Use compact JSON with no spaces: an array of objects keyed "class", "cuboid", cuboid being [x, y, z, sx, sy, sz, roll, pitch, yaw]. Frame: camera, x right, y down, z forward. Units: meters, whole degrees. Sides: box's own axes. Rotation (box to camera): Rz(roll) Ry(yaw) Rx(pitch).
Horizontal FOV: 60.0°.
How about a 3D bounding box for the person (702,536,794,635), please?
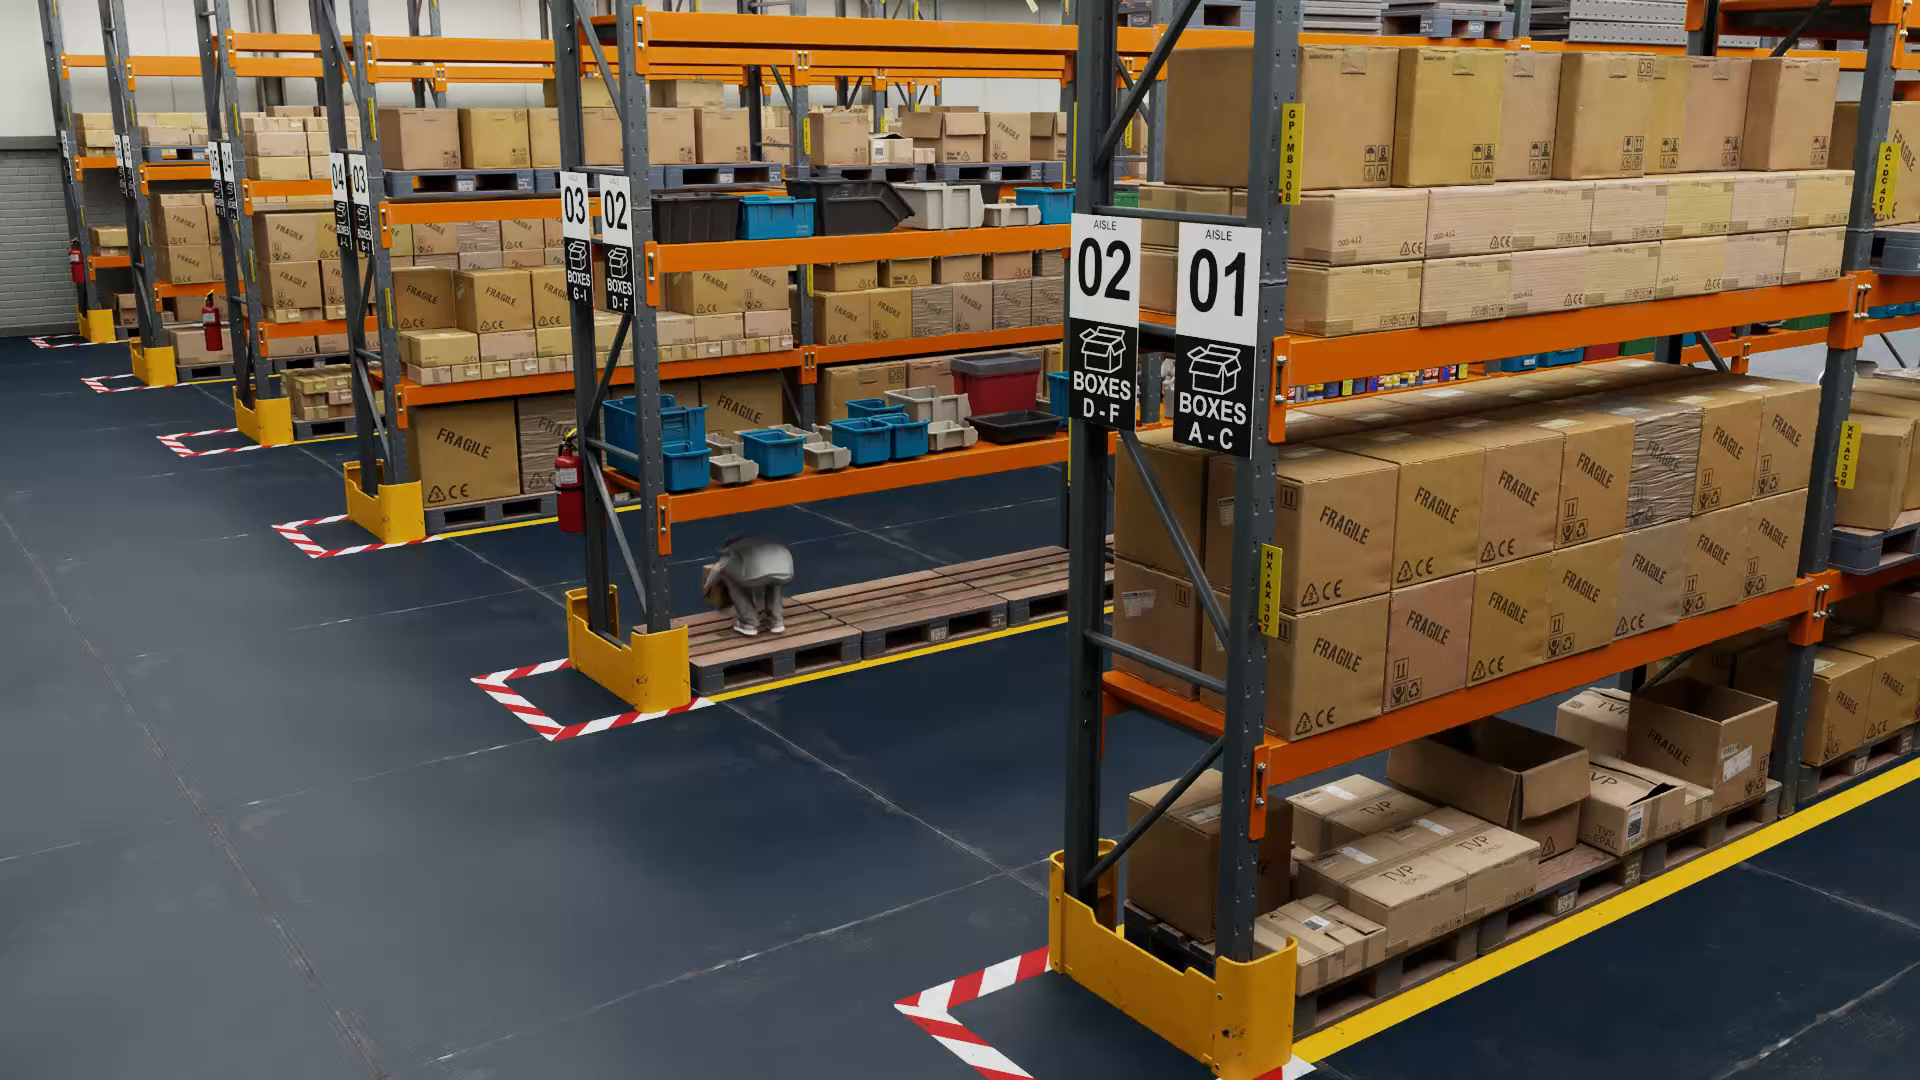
[{"class":"person","cuboid":[-1.426,0.237,11.165,0.405,0.645,1.127,-7,16,-24]}]
